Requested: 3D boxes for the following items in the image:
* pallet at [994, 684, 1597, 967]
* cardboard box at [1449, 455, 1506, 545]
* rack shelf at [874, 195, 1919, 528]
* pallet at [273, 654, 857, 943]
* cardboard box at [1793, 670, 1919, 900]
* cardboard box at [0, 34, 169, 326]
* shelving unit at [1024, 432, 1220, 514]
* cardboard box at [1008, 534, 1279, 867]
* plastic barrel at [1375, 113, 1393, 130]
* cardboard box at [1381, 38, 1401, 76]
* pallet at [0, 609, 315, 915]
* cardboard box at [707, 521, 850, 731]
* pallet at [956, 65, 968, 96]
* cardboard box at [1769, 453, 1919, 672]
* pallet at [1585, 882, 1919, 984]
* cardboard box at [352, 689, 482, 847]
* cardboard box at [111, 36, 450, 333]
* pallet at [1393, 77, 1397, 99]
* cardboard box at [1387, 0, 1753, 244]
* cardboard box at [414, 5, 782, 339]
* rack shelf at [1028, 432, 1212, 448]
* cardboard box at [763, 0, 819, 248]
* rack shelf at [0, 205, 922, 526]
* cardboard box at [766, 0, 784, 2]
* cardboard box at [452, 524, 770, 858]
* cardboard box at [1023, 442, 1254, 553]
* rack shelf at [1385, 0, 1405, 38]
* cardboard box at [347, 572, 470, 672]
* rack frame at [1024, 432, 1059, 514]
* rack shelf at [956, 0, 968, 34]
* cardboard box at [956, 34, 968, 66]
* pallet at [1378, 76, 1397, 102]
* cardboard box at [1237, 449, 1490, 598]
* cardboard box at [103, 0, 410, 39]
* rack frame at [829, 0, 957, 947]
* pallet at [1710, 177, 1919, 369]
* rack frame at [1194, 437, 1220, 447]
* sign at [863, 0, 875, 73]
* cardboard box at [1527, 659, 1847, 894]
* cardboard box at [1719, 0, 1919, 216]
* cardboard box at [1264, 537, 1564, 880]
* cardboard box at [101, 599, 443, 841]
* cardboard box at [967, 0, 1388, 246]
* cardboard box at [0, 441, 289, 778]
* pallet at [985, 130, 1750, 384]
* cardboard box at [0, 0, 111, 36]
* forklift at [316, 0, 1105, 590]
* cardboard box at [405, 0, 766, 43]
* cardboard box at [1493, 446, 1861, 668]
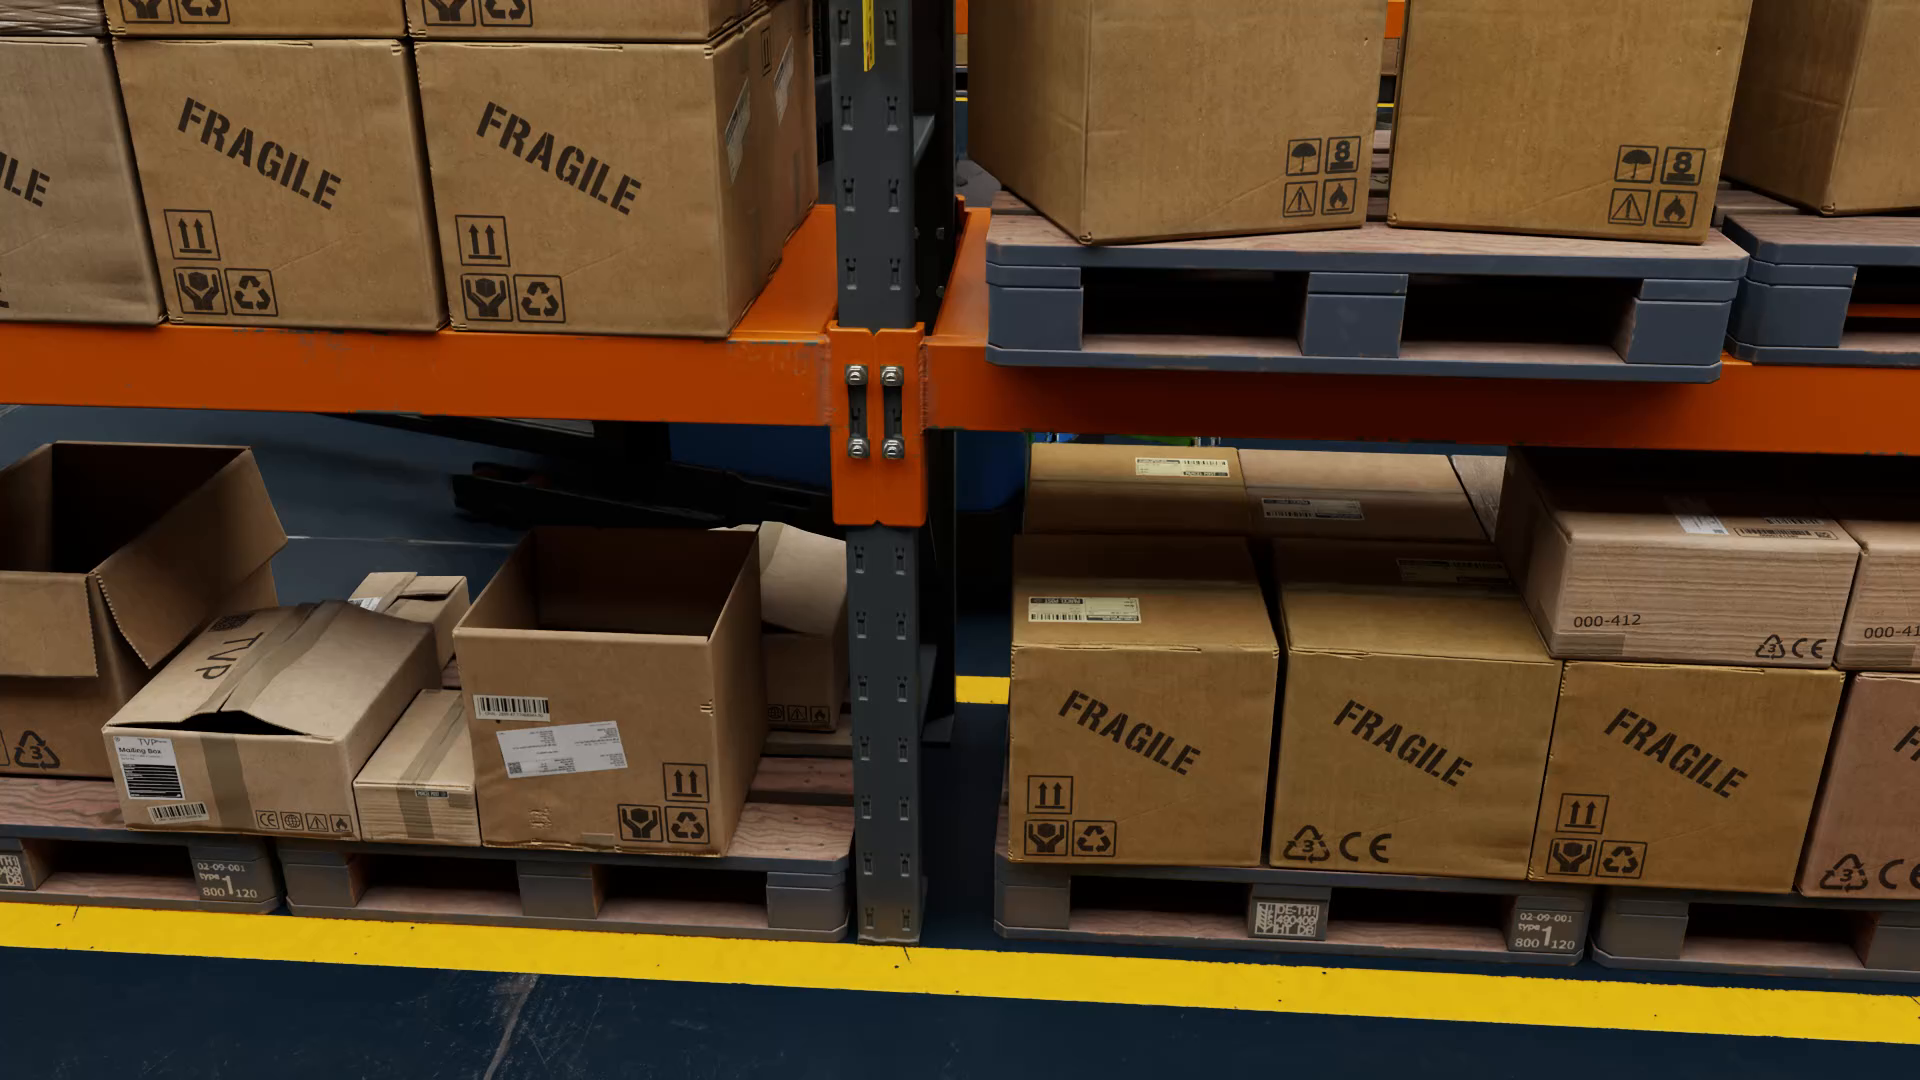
[{"bbox_3d":[0.704,0.543,3.817,1.213,0.211,1.003,2,25,4],"label":"pallet"},{"bbox_3d":[1.396,0.134,3.835,0.500,0.500,0.500,2,25,5],"label":"cardboard box"},{"bbox_3d":[1.884,-0.343,3.267,4.000,0.370,1.077,2,25,4],"label":"rack shelf"},{"bbox_3d":[-0.795,0.511,3.888,1.213,0.211,1.003,2,25,4],"label":"pallet"},{"bbox_3d":[1.888,0.367,3.328,0.500,0.500,0.500,1,25,2],"label":"cardboard box"},{"bbox_3d":[-1.655,-0.720,3.106,0.500,0.500,0.500,2,25,5],"label":"cardboard box"},{"bbox_3d":[0.462,-0.395,4.673,0.503,1.200,0.258,10,27,21],"label":"shelving unit"},{"bbox_3d":[0.354,0.319,3.432,0.500,0.500,0.500,1,25,2],"label":"cardboard box"},{"bbox_3d":[2.076,-1.756,7.952,0.421,0.512,0.421,0,25,0],"label":"plastic barrel"},{"bbox_3d":[3.066,-4.022,12.443,0.875,0.875,1.225,2,25,4],"label":"cardboard box"},{"bbox_3d":[-2.014,0.473,3.970,1.213,0.211,1.003,2,25,4],"label":"pallet"},{"bbox_3d":[-0.512,0.184,3.951,0.500,0.311,0.500,2,25,4],"label":"cardboard box"},{"bbox_3d":[-0.100,-3.652,12.935,1.213,0.211,1.003,2,25,4],"label":"pallet"},{"bbox_3d":[1.851,0.026,3.171,0.500,0.250,0.500,1,25,3],"label":"cardboard box"},{"bbox_3d":[1.924,0.581,3.734,1.213,0.211,1.003,2,25,4],"label":"pallet"},{"bbox_3d":[-1.078,0.475,3.514,0.250,0.149,0.380,2,25,4],"label":"cardboard box"},{"bbox_3d":[-1.142,-0.704,3.072,0.500,0.500,0.500,3,25,5],"label":"cardboard box"},{"bbox_3d":[3.860,-3.524,12.656,1.213,0.211,1.003,2,25,4],"label":"pallet"},{"bbox_3d":[1.036,-0.866,2.921,0.500,0.500,0.700,6,25,12],"label":"cardboard box"},{"bbox_3d":[-0.628,-0.688,3.037,0.500,0.500,0.500,2,25,5],"label":"cardboard box"},{"bbox_3d":[0.462,-0.337,4.700,0.480,0.148,0.258,10,27,21],"label":"rack shelf"},{"bbox_3d":[-0.597,-0.909,3.517,0.500,0.500,0.500,2,25,5],"label":"cardboard box"},{"bbox_3d":[-2.104,-0.471,3.545,4.000,0.370,1.077,2,25,4],"label":"rack shelf"},{"bbox_3d":[-0.558,-1.366,3.314,0.500,0.500,0.500,2,25,5],"label":"cardboard box"},{"bbox_3d":[-0.700,0.302,3.469,0.500,0.500,0.500,2,25,4],"label":"cardboard box"},{"bbox_3d":[0.404,0.098,3.912,0.500,0.500,0.500,2,25,4],"label":"cardboard box"},{"bbox_3d":[2.267,-2.407,7.754,4.000,0.370,1.077,2,25,4],"label":"rack shelf"},{"bbox_3d":[-1.375,0.227,4.032,0.250,0.166,0.380,2,25,4],"label":"cardboard box"},{"bbox_3d":[0.239,-0.436,4.762,0.015,1.200,0.240,10,27,21],"label":"rack frame"},{"bbox_3d":[-1.721,-2.535,8.032,4.000,0.370,1.077,2,25,4],"label":"rack shelf"},{"bbox_3d":[0.000,-4.142,12.703,0.875,0.875,0.875,2,25,4],"label":"cardboard box"},{"bbox_3d":[2.647,-3.564,12.744,1.213,0.211,1.003,2,25,4],"label":"pallet"},{"bbox_3d":[0.896,0.118,3.870,0.500,0.500,0.500,2,25,4],"label":"cardboard box"},{"bbox_3d":[-1.145,-1.157,2.860,0.500,0.500,0.500,1,25,3],"label":"cardboard box"},{"bbox_3d":[-0.110,-0.734,3.256,0.127,3.000,1.000,2,25,4],"label":"rack frame"},{"bbox_3d":[1.939,-0.579,3.149,1.213,0.211,1.003,2,25,4],"label":"pallet"},{"bbox_3d":[0.686,-0.354,4.585,0.015,1.200,0.240,10,27,21],"label":"rack frame"},{"bbox_3d":[-0.144,-0.900,2.583,0.005,0.325,0.100,2,25,4],"label":"sign"},{"bbox_3d":[1.384,0.351,3.364,0.500,0.500,0.500,2,25,5],"label":"cardboard box"},{"bbox_3d":[1.656,-0.939,3.080,0.500,0.500,0.700,-4,25,-9],"label":"cardboard box"},{"bbox_3d":[0.886,0.332,3.405,0.500,0.500,0.500,2,25,5],"label":"cardboard box"},{"bbox_3d":[-1.448,0.364,3.561,0.500,0.311,0.500,2,25,4],"label":"cardboard box"},{"bbox_3d":[0.345,-0.861,2.912,0.500,0.500,0.700,-6,25,-14],"label":"cardboard box"},{"bbox_3d":[-1.984,0.143,3.812,0.637,0.503,0.797,2,25,4],"label":"cardboard box"},{"bbox_3d":[0.678,-0.575,3.142,1.213,0.211,1.003,2,25,4],"label":"pallet"},{"bbox_3d":[-1.647,-1.173,2.895,0.500,0.500,0.500,2,25,4],"label":"cardboard box"},{"bbox_3d":[-1.088,-1.559,5.133,3.031,2.935,1.130,10,27,21],"label":"forklift"},{"bbox_3d":[-0.634,-1.142,2.827,0.500,0.500,0.500,2,25,4],"label":"cardboard box"},{"bbox_3d":[1.351,0.010,3.206,0.500,0.250,0.500,2,25,4],"label":"cardboard box"}]
